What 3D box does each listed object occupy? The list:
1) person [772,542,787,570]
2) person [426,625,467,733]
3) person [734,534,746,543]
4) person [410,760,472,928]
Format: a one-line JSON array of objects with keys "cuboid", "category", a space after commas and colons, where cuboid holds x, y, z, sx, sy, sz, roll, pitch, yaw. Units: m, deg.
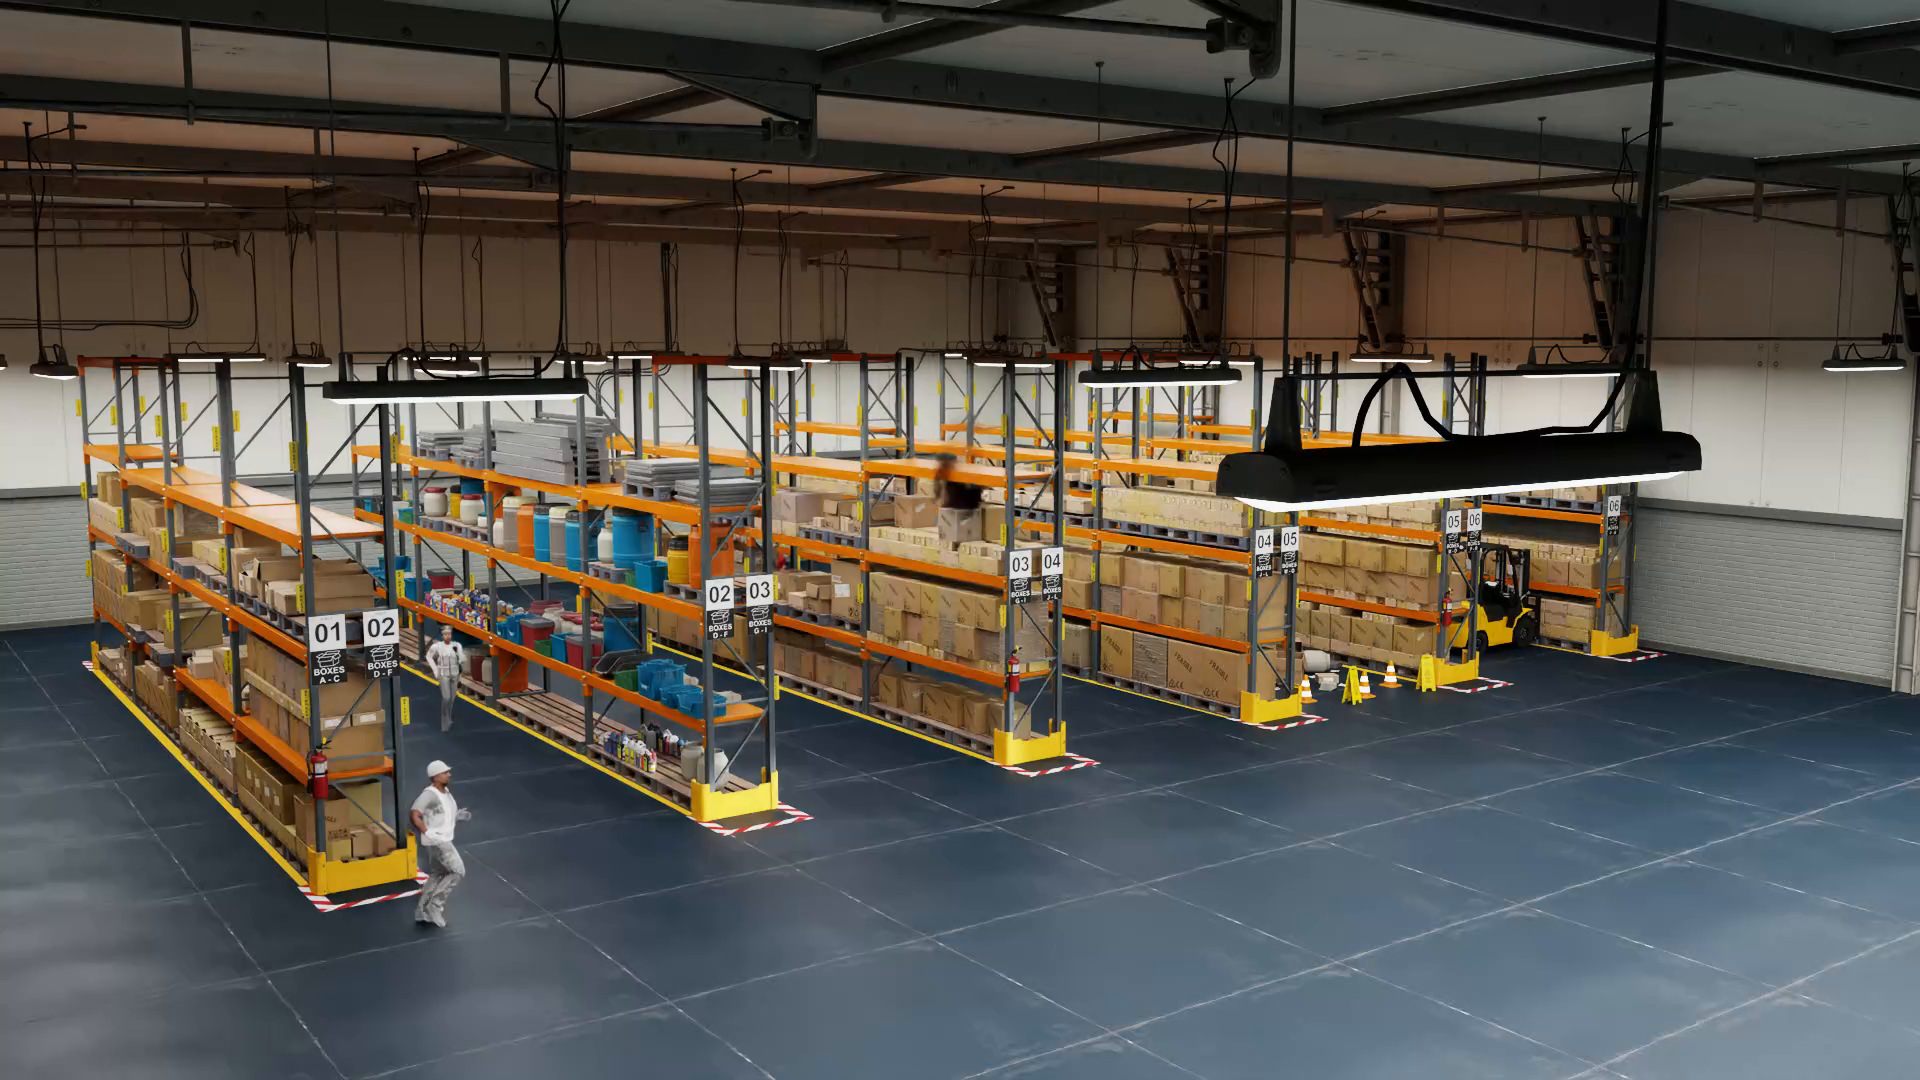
[{"cuboid": [-4.208, 0.906, 37.774, 0.649, 1.703, 0.642, -5, 8, -35], "category": "person"}, {"cuboid": [-8.290, 2.232, 26.974, 0.602, 1.743, 0.714, -4, 8, -33], "category": "person"}, {"cuboid": [-5.440, 0.582, 40.126, 0.690, 1.720, 0.660, 1, 7, 12], "category": "person"}, {"cuboid": [-5.629, 3.283, 18.075, 0.616, 1.787, 0.678, -1, 7, -9], "category": "person"}]
